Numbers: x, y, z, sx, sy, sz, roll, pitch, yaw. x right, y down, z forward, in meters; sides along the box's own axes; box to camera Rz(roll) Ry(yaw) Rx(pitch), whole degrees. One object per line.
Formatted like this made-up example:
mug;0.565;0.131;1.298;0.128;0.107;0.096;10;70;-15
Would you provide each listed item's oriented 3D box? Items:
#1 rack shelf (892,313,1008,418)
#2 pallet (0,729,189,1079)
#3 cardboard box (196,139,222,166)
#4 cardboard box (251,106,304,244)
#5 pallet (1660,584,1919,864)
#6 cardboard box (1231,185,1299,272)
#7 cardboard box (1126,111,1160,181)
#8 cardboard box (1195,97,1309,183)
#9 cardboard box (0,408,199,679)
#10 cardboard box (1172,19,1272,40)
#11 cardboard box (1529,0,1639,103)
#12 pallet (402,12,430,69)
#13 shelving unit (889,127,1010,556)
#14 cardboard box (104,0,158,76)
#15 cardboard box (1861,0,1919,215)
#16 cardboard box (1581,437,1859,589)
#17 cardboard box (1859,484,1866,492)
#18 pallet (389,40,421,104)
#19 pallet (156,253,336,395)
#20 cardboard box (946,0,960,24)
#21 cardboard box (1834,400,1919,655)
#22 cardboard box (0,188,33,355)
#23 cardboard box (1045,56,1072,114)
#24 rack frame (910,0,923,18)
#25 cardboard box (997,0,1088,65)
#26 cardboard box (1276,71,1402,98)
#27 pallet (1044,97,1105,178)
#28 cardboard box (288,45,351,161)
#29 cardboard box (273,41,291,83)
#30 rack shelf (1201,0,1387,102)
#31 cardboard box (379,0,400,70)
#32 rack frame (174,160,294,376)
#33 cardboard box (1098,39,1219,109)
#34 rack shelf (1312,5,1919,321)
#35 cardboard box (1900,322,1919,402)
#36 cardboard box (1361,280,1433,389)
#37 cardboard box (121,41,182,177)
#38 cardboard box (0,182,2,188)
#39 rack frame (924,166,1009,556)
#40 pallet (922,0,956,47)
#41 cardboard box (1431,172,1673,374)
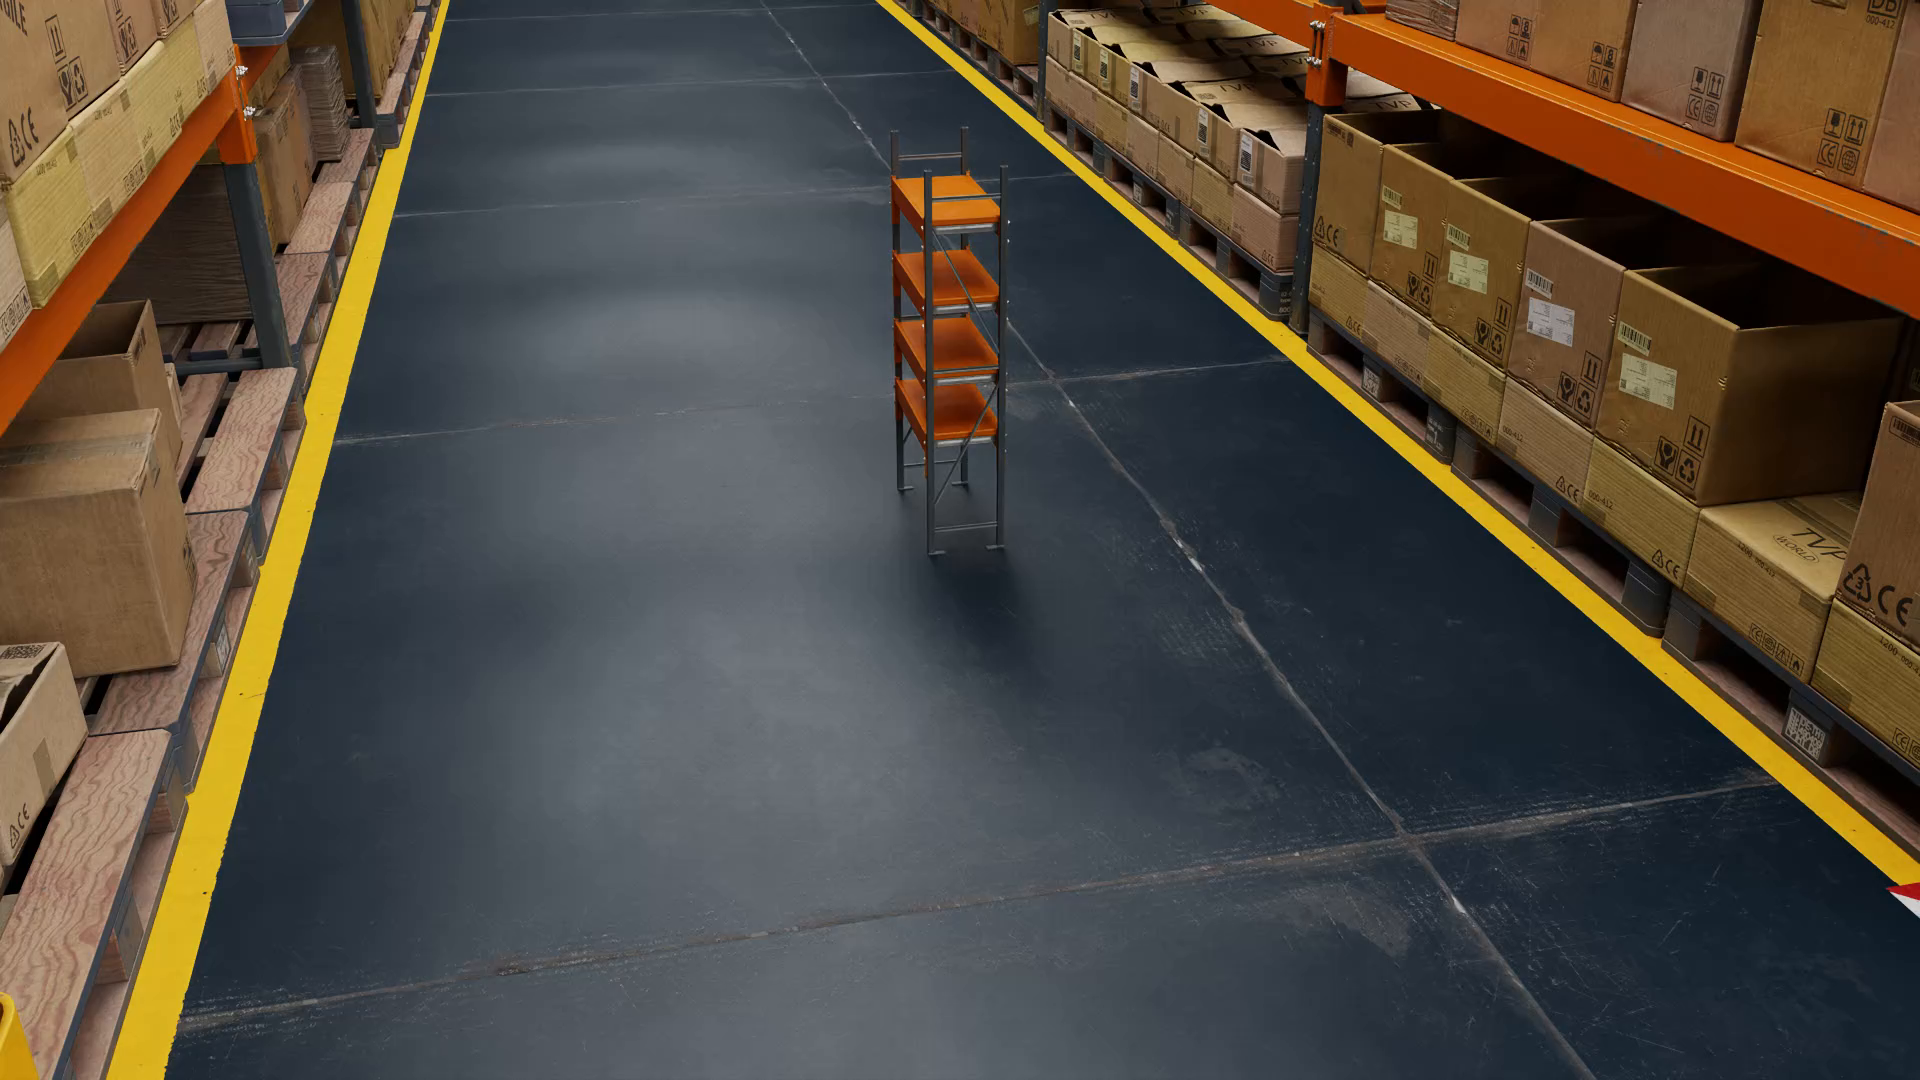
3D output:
rack shelf;-0.037;-0.548;5.154;0.258;0.148;0.480;-6;27;-12
pallet;-2.203;0.851;3.331;1.003;0.211;1.213;-6;27;-12
cardboard box;-3.223;-1.686;6.716;0.500;0.250;0.500;-7;28;-13
cardboard box;-3.362;-1.608;7.394;0.700;0.500;0.500;-6;27;-11
pallet;2.575;0.408;4.207;1.003;0.211;1.213;-6;27;-12
cardboard box;1.511;-1.374;7.229;0.500;0.250;0.500;-6;27;-12
cardboard box;1.169;-2.044;8.557;0.500;0.250;0.500;-5;27;-11
cardboard box;1.393;-1.848;7.546;0.500;0.311;0.500;-5;27;-10
cardboard box;-2.351;0.029;4.150;0.700;0.500;0.500;-8;28;-15
cardboard box;1.467;-2.795;9.422;0.500;0.311;0.500;-6;27;-12
cardboard box;2.227;-1.660;5.100;0.700;0.500;0.500;-6;27;-11
pallet;-4.494;-3.693;12.332;1.003;0.211;1.213;-6;27;-12
shelving unit;-0.037;-0.608;5.124;0.258;1.200;0.503;-6;27;-12
cardboard box;-2.310;-1.417;4.040;0.500;0.500;0.500;-7;28;-13
cardboard box;2.572;-0.986;3.764;0.700;0.500;0.500;-5;27;-10
cardboard box;2.141;-0.108;4.721;0.500;0.250;0.500;-6;27;-12
cardboard box;2.655;-0.162;4.828;0.500;0.250;0.500;-6;27;-12
pallet;-4.216;-3.156;11.269;1.003;0.211;1.213;-6;27;-12
pallet;-3.116;-0.853;6.707;1.003;0.211;1.213;-6;27;-12
cardboard box;0.192;-4.164;12.456;0.500;0.500;0.500;-6;27;-11
cardboard box;2.377;-0.005;3.685;0.500;0.500;0.500;-6;27;-12
cardboard box;-1.969;-0.416;2.889;0.500;0.250;0.500;-7;28;-13
cardboard box;0.817;-2.718;9.891;0.500;0.250;0.500;-6;27;-12
rack frame;0.084;-5.773;13.359;1.000;3.000;0.127;-6;27;-12
cardboard box;0.546;-3.485;11.111;0.500;0.500;0.500;-5;27;-10
cardboard box;1.811;-2.126;8.096;0.500;0.311;0.500;-7;28;-13
pallet;1.133;-2.407;9.785;1.003;0.211;1.213;-6;27;-12
cardboard box;-3.627;-2.282;8.729;0.700;0.500;0.500;-6;27;-11
cardboard box;-3.560;-2.361;8.052;0.500;0.250;0.500;-5;27;-11
rack shelf;1.436;-2.818;8.303;1.077;0.370;4.000;-6;27;-12
cardboard box;-4.069;-3.462;10.700;0.750;0.750;0.750;-6;27;-12
rack frame;-2.939;-1.757;5.402;1.000;3.000;0.127;-6;27;-12
cardboard box;1.056;-2.514;8.865;0.500;0.311;0.500;-7;28;-13
rack shelf;2.337;-1.062;4.824;1.077;0.370;4.000;-6;27;-12
cardboard box;2.769;-0.277;4.224;0.500;0.500;0.500;-6;27;-12
cardboard box;1.803;-0.767;6.026;0.500;0.250;0.500;-6;27;-12
cardboard box;-2.304;-1.083;4.210;0.500;0.250;0.500;-6;27;-12
cardboard box;-1.954;-0.736;2.690;0.500;0.500;0.500;-6;27;-11
rack frame;0.018;-0.501;4.911;0.240;1.200;0.015;-6;27;-12
pallet;0.304;-4.175;13.288;1.003;0.211;1.213;-6;27;-12
cardboard box;1.912;-0.882;5.421;0.500;0.500;0.500;-6;27;-12
